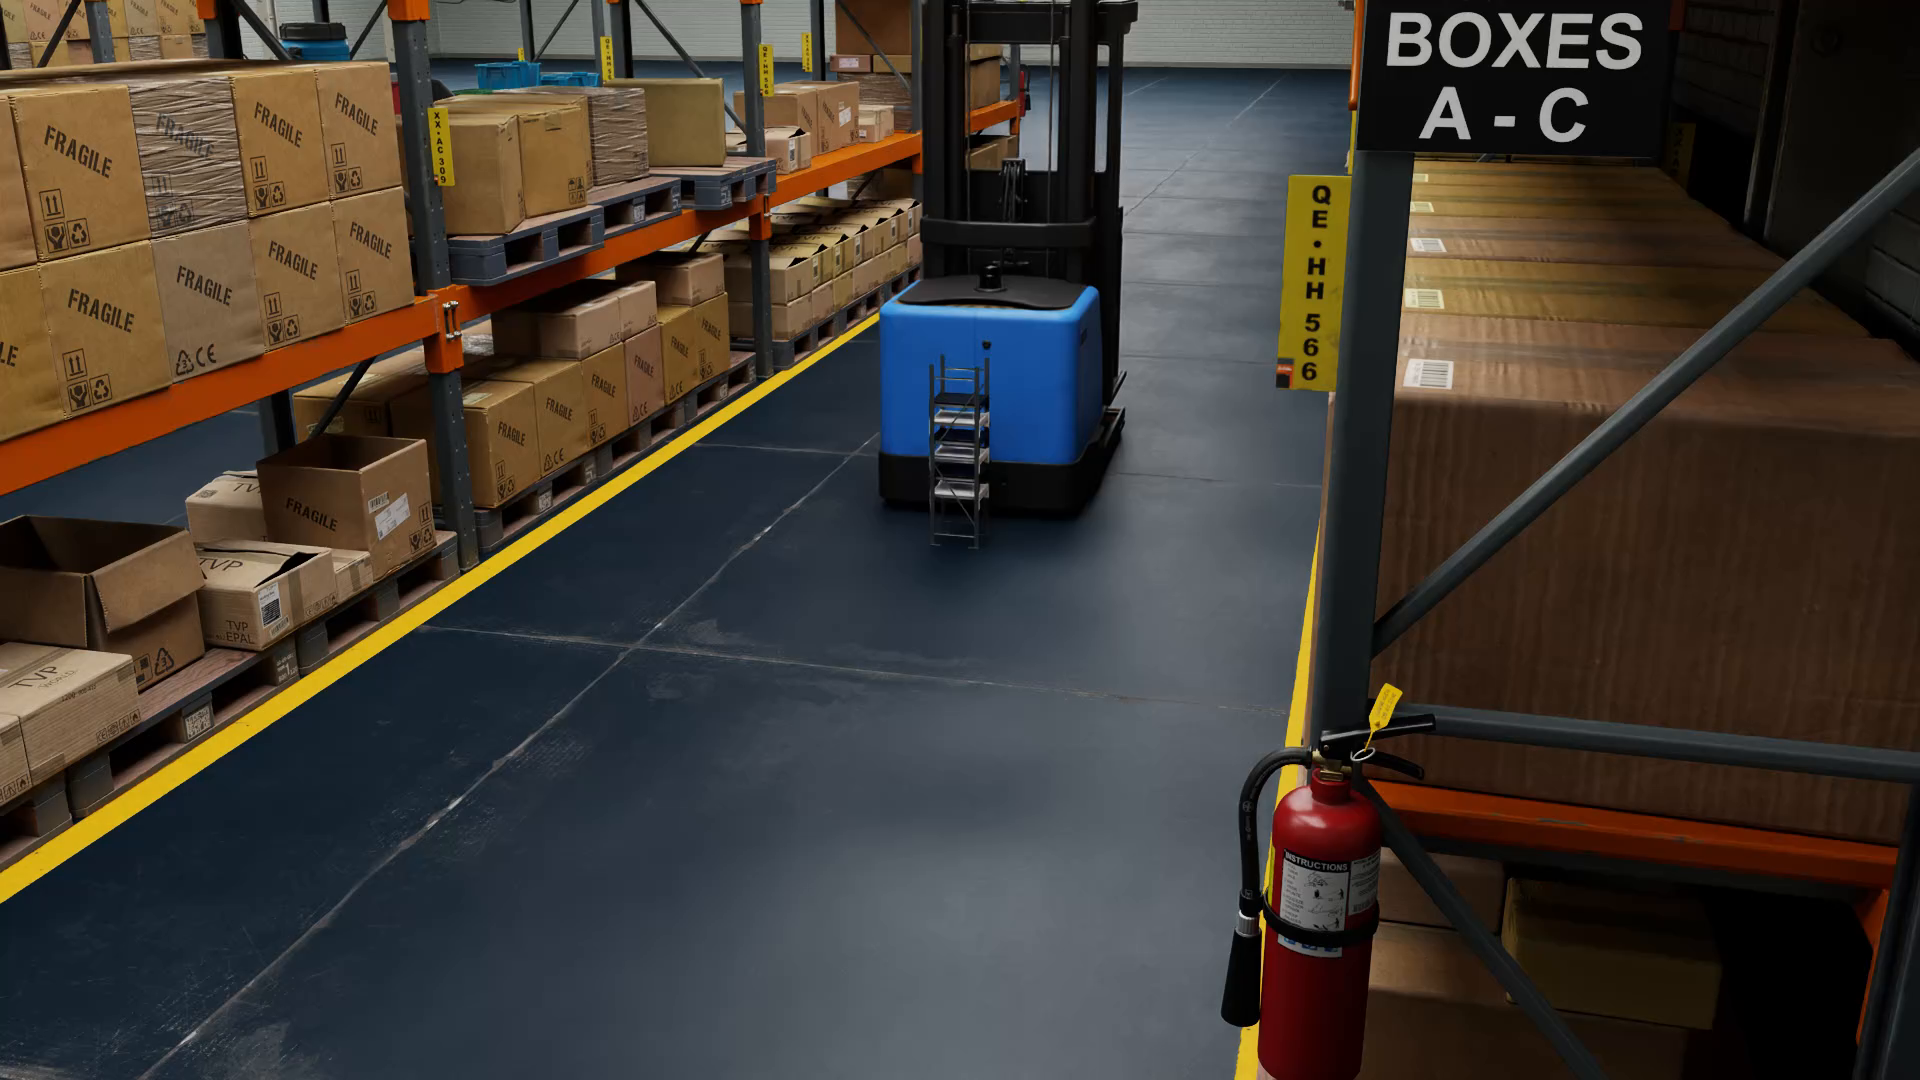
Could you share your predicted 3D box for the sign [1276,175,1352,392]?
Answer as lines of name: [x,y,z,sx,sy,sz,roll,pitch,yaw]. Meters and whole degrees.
sign: [0.539,-0.386,2.519,0.100,0.325,0.005,5,19,13]

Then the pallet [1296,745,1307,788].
pallet: [1.481,1.003,4.925,1.003,0.211,1.213,5,19,13]

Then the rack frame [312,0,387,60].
rack frame: [-5.613,-4.222,15.909,1.000,3.000,0.127,5,19,13]

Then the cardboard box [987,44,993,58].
cardboard box: [0.133,-5.141,17.440,0.380,0.149,0.250,4,19,13]

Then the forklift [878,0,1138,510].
forklift: [0.386,-1.976,9.438,1.130,2.935,3.031,4,19,11]

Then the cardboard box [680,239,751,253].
cardboard box: [-1.778,-2.086,12.391,0.500,0.311,0.500,4,19,13]

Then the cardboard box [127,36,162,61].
cardboard box: [-9.770,-5.566,19.227,0.875,0.500,0.500,5,19,13]

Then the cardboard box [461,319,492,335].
cardboard box: [-2.549,-0.996,9.650,0.500,0.500,0.500,4,19,12]

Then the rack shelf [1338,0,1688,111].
rack shelf: [1.550,-1.385,4.073,1.077,0.370,4.000,5,19,13]

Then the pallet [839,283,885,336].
pallet: [-1.249,-1.893,13.403,1.003,0.211,1.213,5,19,13]

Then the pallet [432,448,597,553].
pallet: [-2.603,-0.261,8.625,1.003,0.211,1.213,5,19,13]

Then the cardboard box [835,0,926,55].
cardboard box: [-0.709,-4.631,14.943,0.700,0.500,0.500,5,19,14]

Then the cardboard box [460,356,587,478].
cardboard box: [-2.291,-0.648,8.631,0.500,0.500,0.500,5,19,14]

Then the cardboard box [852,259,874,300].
cardboard box: [-1.007,-2.097,13.289,0.500,0.250,0.500,5,20,14]

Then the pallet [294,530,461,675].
pallet: [-2.934,0.212,7.240,1.003,0.211,1.213,5,19,13]

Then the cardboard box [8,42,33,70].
cardboard box: [-10.246,-4.938,17.388,0.875,0.500,0.500,5,19,13]

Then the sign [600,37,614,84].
sign: [-2.327,-3.167,11.028,0.100,0.325,0.005,5,19,13]

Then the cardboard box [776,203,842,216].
cardboard box: [-1.281,-2.727,14.266,0.500,0.311,0.500,4,19,13]

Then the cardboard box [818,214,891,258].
cardboard box: [-0.877,-2.524,13.672,0.500,0.311,0.500,5,19,13]

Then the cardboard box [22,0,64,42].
cardboard box: [-9.939,-5.553,17.641,0.500,0.500,0.500,5,19,13]

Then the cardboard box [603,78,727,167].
cardboard box: [-1.833,-2.616,10.402,0.700,0.500,0.500,-2,19,-5]

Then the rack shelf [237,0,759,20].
rack shelf: [-2.277,-3.028,8.886,1.077,0.370,4.000,5,19,13]

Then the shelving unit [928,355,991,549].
shelving unit: [-0.002,-0.423,8.035,0.258,0.900,0.210,5,19,13]

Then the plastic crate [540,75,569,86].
plastic crate: [-4.632,-5.022,18.480,0.499,0.251,0.408,5,19,13]

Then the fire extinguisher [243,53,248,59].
fire extinguisher: [-8.964,-5.830,20.736,0.296,0.674,0.183,5,19,13]

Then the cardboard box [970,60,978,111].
cardboard box: [-0.211,-4.666,17.052,0.700,0.500,0.500,5,19,14]

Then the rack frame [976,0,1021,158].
rack frame: [0.166,-5.084,18.431,1.000,3.000,0.127,5,19,13]

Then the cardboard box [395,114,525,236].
cardboard box: [-2.433,-1.699,7.718,0.700,0.500,0.500,-2,19,-5]

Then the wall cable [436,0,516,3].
wall cable: [-15.575,-18.485,53.189,3.097,2.526,0.112,5,19,13]

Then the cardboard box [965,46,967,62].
cardboard box: [-0.119,-4.817,16.491,0.380,0.149,0.250,4,19,13]

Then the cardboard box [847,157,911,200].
cardboard box: [-0.776,-3.401,15.948,0.500,0.500,0.500,5,19,13]

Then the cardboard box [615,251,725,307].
cardboard box: [-1.799,-1.627,10.336,0.500,0.250,0.500,5,20,15]

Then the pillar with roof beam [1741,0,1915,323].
pillar with roof beam: [-1.468,-3.824,5.460,9.100,9.000,0.400,5,19,13]

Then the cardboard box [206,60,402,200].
cardboard box: [-2.638,-1.664,6.717,0.500,0.500,0.500,5,19,14]

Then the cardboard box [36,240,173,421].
cardboard box: [-3.009,-0.710,5.471,0.500,0.500,0.500,5,19,14]

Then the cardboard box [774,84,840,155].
cardboard box: [-1.265,-3.316,13.100,0.500,0.500,0.500,5,19,13]

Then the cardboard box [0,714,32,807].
cardboard box: [-3.213,0.719,5.014,0.500,0.250,0.500,5,19,13]

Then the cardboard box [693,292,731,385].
cardboard box: [-1.789,-1.290,10.510,0.500,0.500,0.500,5,20,16]

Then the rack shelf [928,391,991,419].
rack shelf: [-0.002,-0.647,7.958,0.258,0.077,0.200,5,19,13]

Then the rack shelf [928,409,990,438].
rack shelf: [-0.002,-0.562,7.987,0.258,0.077,0.200,5,19,13]

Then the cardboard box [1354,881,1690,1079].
cardboard box: [1.136,1.078,3.608,0.700,0.500,0.500,5,19,13]

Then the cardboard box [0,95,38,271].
cardboard box: [-3.131,-1.028,4.856,0.500,0.500,0.500,5,19,14]

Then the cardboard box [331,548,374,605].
cardboard box: [-2.663,0.142,6.862,0.380,0.149,0.250,5,19,13]

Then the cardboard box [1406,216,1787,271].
cardboard box: [1.539,-0.449,4.396,0.980,0.700,0.700,4,19,11]

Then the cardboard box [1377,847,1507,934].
cardboard box: [0.990,0.716,3.663,0.380,0.149,0.250,4,19,13]

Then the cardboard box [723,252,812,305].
cardboard box: [-1.375,-1.880,11.788,0.500,0.311,0.500,5,20,15]

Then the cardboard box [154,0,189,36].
cardboard box: [-9.450,-6.179,19.477,0.500,0.500,0.500,5,19,13]

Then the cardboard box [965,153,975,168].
cardboard box: [-0.150,-3.516,16.286,0.500,0.500,0.500,5,19,13]
